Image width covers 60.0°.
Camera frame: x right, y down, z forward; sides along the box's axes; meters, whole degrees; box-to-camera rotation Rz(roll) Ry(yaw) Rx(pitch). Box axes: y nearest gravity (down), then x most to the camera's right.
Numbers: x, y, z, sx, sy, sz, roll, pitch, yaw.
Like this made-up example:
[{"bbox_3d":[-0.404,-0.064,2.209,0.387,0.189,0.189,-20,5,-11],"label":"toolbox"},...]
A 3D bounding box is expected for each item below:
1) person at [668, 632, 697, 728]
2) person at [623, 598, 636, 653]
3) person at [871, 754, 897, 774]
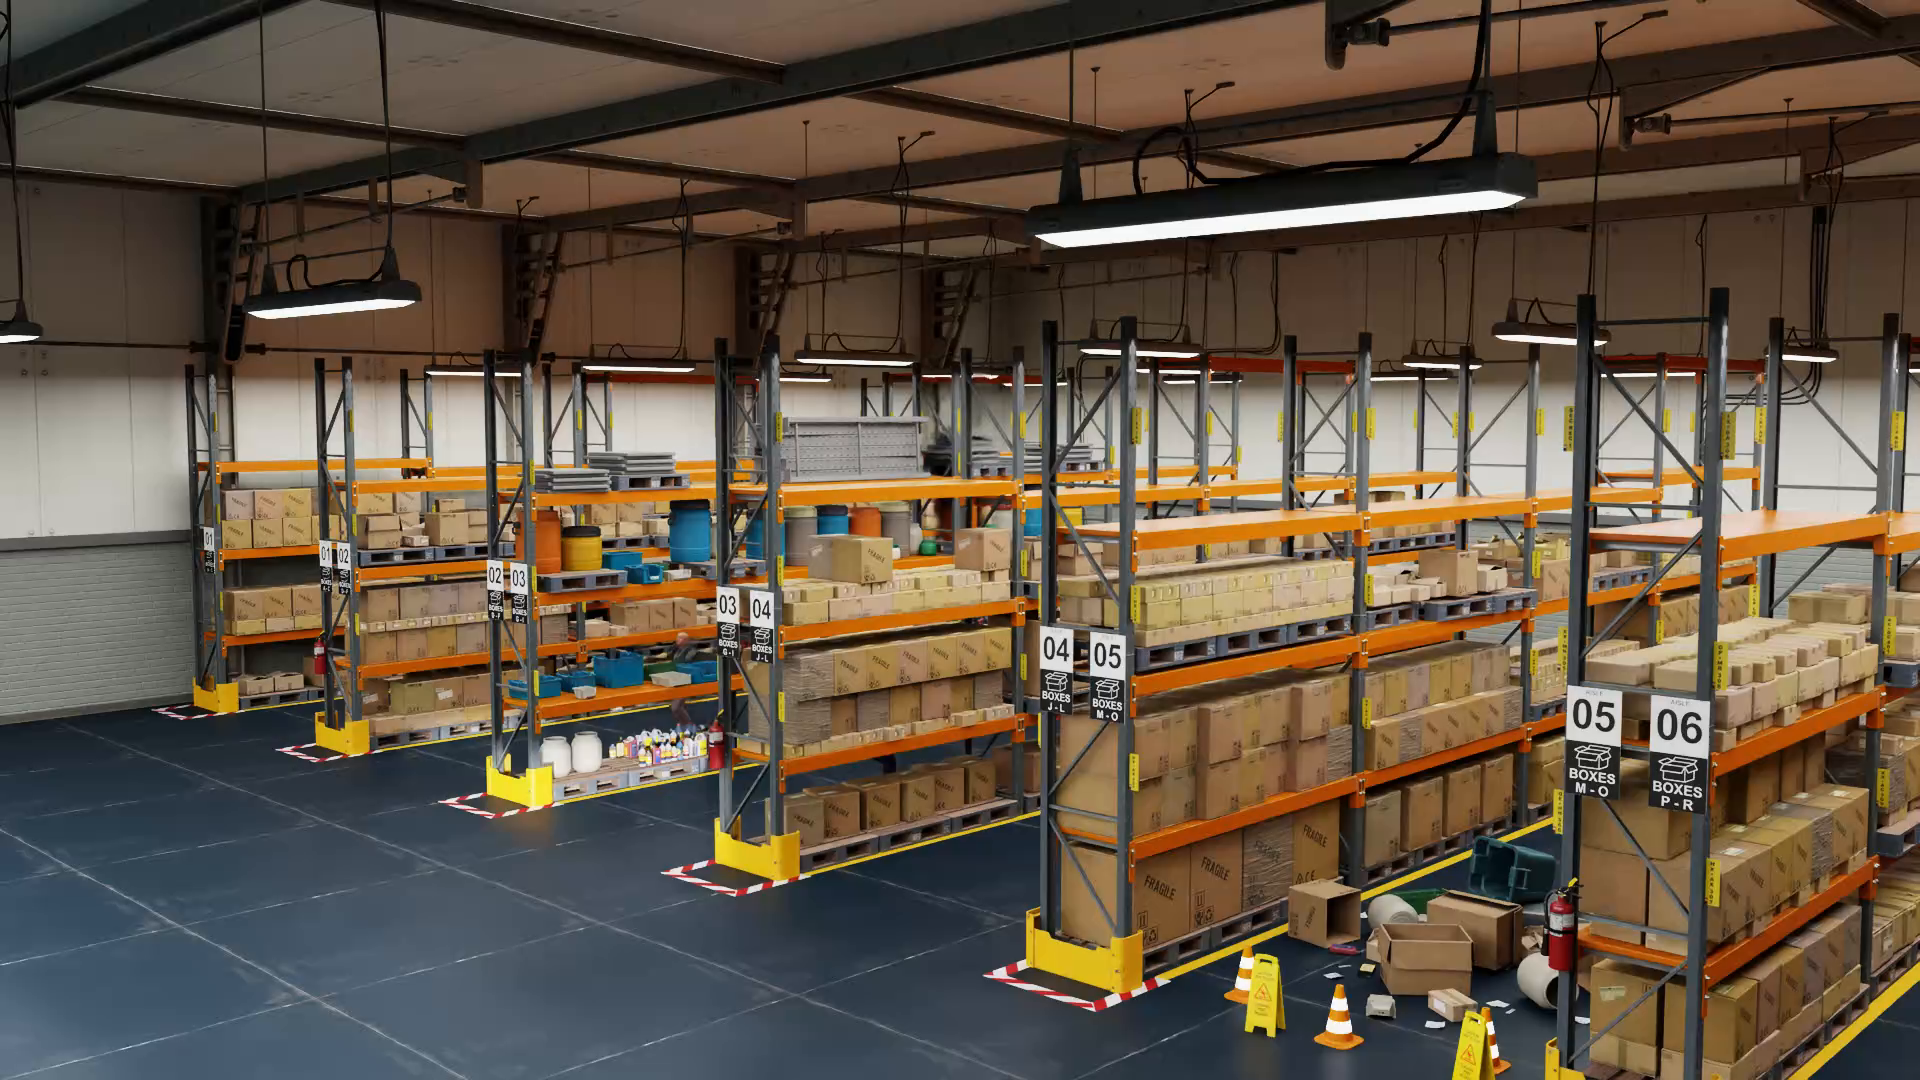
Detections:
[{"bbox_3d":[-4.414,2.313,26.169,0.642,1.714,0.646,3,6,38],"label":"person"},{"bbox_3d":[-6.318,1.914,32.010,0.508,1.617,0.833,3,5,33],"label":"person"},{"bbox_3d":[-1.023,2.607,23.045,0.607,1.603,0.548,2,5,28],"label":"person"}]
